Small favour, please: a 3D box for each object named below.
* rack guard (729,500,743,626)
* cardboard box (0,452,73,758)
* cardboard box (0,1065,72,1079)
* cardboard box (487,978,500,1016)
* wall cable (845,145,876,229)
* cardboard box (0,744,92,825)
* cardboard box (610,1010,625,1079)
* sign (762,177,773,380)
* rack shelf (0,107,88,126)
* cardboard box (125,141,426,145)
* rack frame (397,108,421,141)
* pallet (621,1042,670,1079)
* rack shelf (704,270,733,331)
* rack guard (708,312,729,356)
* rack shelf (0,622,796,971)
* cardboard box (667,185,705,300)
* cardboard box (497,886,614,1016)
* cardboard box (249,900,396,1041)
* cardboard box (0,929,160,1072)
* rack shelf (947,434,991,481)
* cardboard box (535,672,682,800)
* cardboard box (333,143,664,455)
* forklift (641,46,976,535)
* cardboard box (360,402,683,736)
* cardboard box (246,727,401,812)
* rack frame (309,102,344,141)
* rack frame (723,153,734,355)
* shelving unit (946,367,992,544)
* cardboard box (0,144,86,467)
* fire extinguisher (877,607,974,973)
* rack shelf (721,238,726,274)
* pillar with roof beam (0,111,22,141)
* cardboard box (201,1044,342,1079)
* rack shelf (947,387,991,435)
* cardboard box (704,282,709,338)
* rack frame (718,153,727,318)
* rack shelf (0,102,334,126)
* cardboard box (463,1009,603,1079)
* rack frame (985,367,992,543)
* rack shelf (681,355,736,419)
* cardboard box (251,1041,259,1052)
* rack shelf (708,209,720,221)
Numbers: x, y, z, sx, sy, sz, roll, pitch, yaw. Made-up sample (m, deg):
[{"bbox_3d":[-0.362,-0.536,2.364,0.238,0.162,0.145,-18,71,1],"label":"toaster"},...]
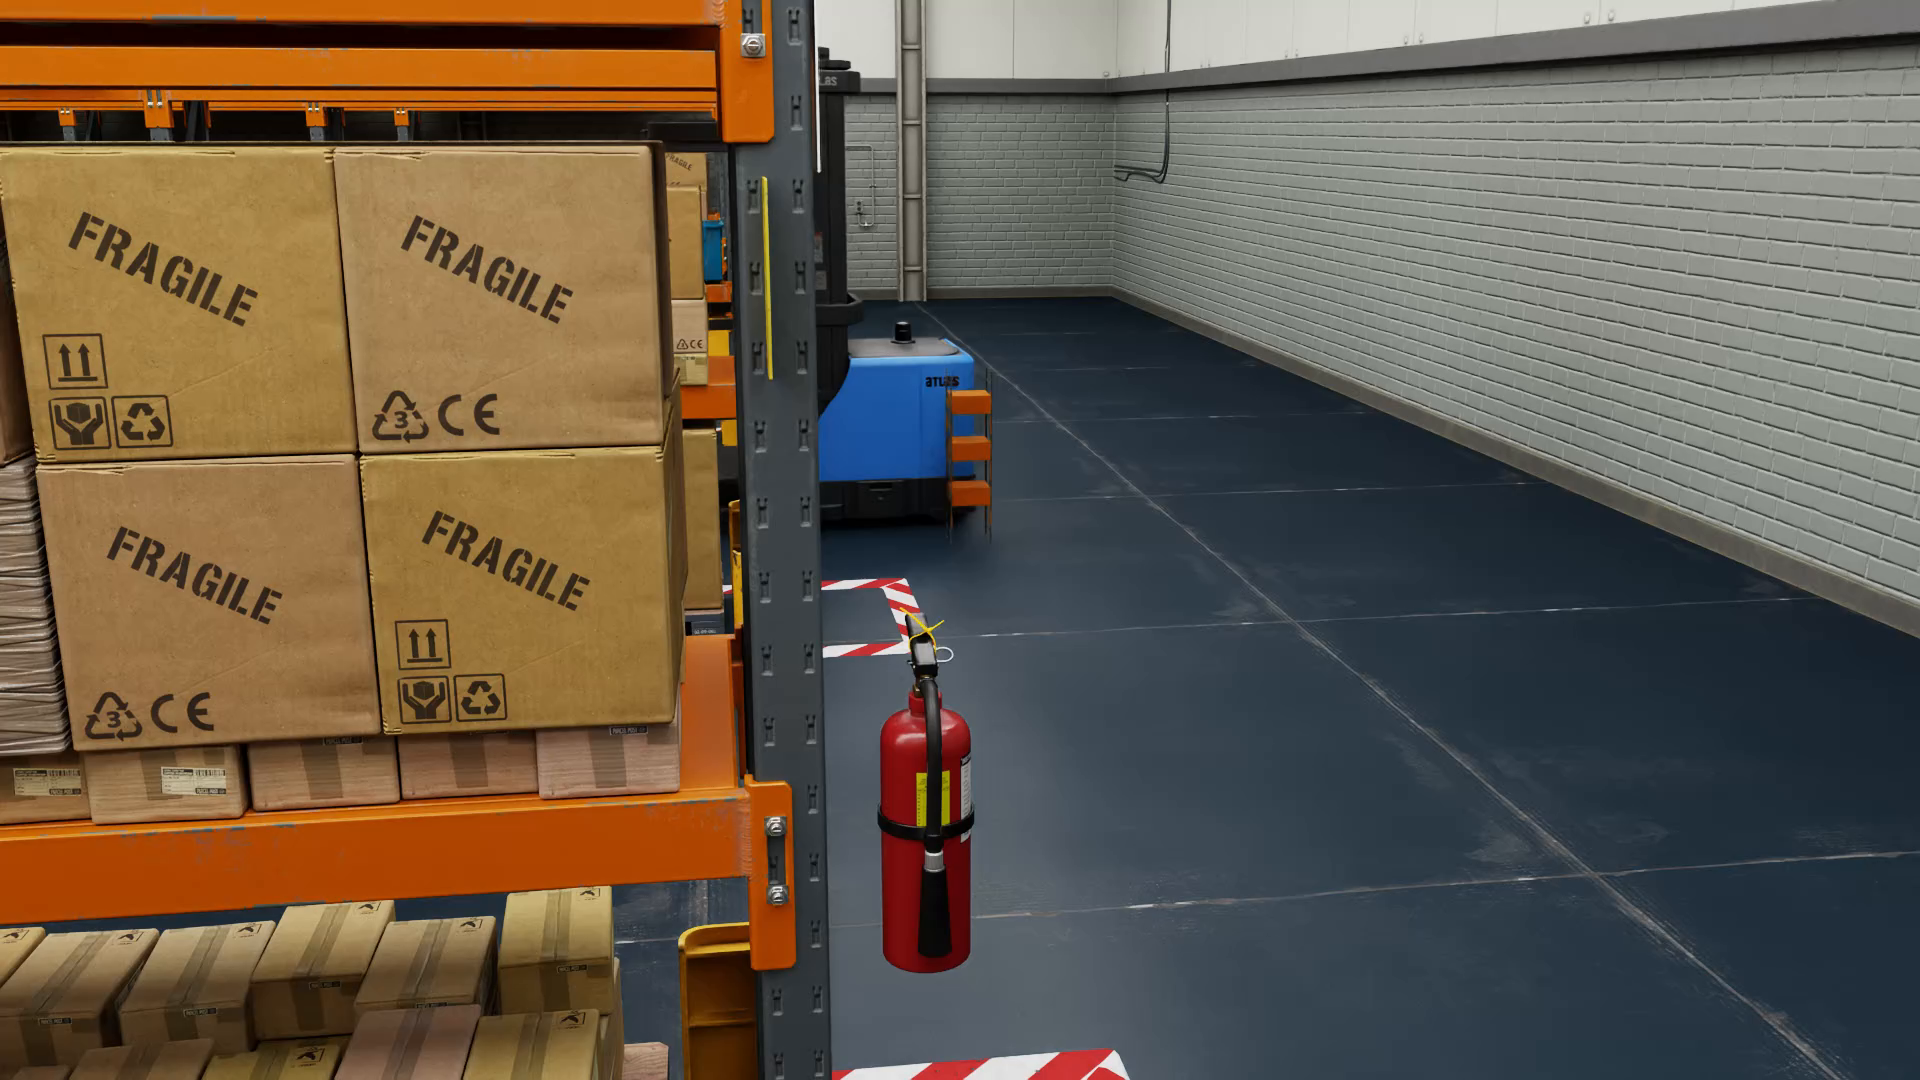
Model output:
[{"bbox_3d":[-0.997,0.163,8.545,0.348,0.500,1.175,-2,14,-8],"label":"rack guard"},{"bbox_3d":[-1.798,0.071,2.954,0.500,0.500,0.500,-2,14,-8],"label":"cardboard box"},{"bbox_3d":[-1.885,1.171,3.160,0.250,0.149,0.380,-2,14,-6],"label":"cardboard box"},{"bbox_3d":[-1.217,1.136,3.910,0.250,0.149,0.380,-2,14,-9],"label":"cardboard box"},{"bbox_3d":[-2.109,-5.390,23.459,1.851,1.984,0.084,-2,14,-8],"label":"wall cable"},{"bbox_3d":[-1.673,0.380,3.058,0.250,0.149,0.380,-3,14,-11],"label":"cardboard box"},{"bbox_3d":[-0.948,1.269,3.993,0.250,0.149,0.380,-2,14,-7],"label":"cardboard box"},{"bbox_3d":[-0.319,-0.433,2.751,0.005,0.325,0.100,-2,14,-8],"label":"sign"},{"bbox_3d":[-13.123,-5.367,20.768,4.000,0.370,1.077,-2,14,-8],"label":"rack shelf"},{"bbox_3d":[-1.363,-0.558,3.406,0.500,0.500,0.500,-2,14,-7],"label":"cardboard box"},{"bbox_3d":[-7.190,-4.478,21.912,0.127,3.000,1.000,-2,14,-8],"label":"rack frame"},{"bbox_3d":[-1.266,1.524,3.710,1.213,0.211,1.003,-2,14,-8],"label":"pallet"},{"bbox_3d":[-3.736,-1.819,12.787,4.000,0.370,1.077,-2,14,-8],"label":"rack shelf"},{"bbox_3d":[-2.568,-2.217,18.033,0.348,0.500,1.175,-2,14,-8],"label":"rack guard"},{"bbox_3d":[-2.359,0.569,3.264,4.000,0.370,1.077,-2,14,-8],"label":"rack shelf"},{"bbox_3d":[-1.463,-1.403,7.806,0.500,0.500,0.500,-2,14,-8],"label":"cardboard box"},{"bbox_3d":[-0.951,0.976,3.939,0.250,0.149,0.380,-3,14,-11],"label":"cardboard box"},{"bbox_3d":[-1.473,0.993,3.870,0.250,0.149,0.380,-2,14,-8],"label":"cardboard box"},{"bbox_3d":[-1.982,1.030,3.724,0.250,0.149,0.380,-2,14,-6],"label":"cardboard box"},{"bbox_3d":[0.053,-0.501,10.104,0.240,0.259,0.215,-2,14,-8],"label":"rack shelf"},{"bbox_3d":[-0.662,0.350,3.178,0.250,0.149,0.380,-2,14,-8],"label":"cardboard box"},{"bbox_3d":[-0.797,-0.453,2.991,0.500,0.500,0.500,-2,14,-9],"label":"cardboard box"},{"bbox_3d":[-1.465,-1.585,10.518,3.031,2.935,1.130,-3,14,-10],"label":"forklift"},{"bbox_3d":[-0.788,0.033,3.105,0.500,0.500,0.500,-2,14,-7],"label":"cardboard box"},{"bbox_3d":[-1.159,0.362,3.127,0.250,0.149,0.380,-2,14,-9],"label":"cardboard box"},{"bbox_3d":[-6.448,-3.287,17.162,0.127,3.000,1.000,-2,14,-8],"label":"rack frame"},{"bbox_3d":[-1.759,-2.240,12.988,0.127,3.000,1.000,-2,14,-8],"label":"rack frame"},{"bbox_3d":[0.053,-0.511,10.102,0.252,1.050,0.215,-2,14,-8],"label":"shelving unit"},{"bbox_3d":[-1.811,-0.414,2.834,0.500,0.500,0.500,-1,14,-5],"label":"cardboard box"},{"bbox_3d":[-0.064,0.468,3.114,0.183,0.674,0.296,-2,14,-8],"label":"fire extinguisher"},{"bbox_3d":[-4.471,-3.010,17.538,4.000,0.370,1.077,-2,14,-8],"label":"rack shelf"},{"bbox_3d":[-11.918,-6.369,17.117,0.400,9.000,9.100,-2,14,-8],"label":"pillar with roof beam"},{"bbox_3d":[-1.362,1.154,3.229,0.250,0.149,0.380,-2,14,-10],"label":"cardboard box"},{"bbox_3d":[0.053,-0.776,10.035,0.240,0.259,0.215,-2,14,-8],"label":"rack shelf"},{"bbox_3d":[-1.536,-1.168,8.409,0.500,0.250,0.500,-2,14,-10],"label":"cardboard box"},{"bbox_3d":[-2.493,-3.432,17.740,0.127,3.000,1.000,-2,14,-8],"label":"rack frame"},{"bbox_3d":[-8.426,-4.320,16.595,4.000,0.370,1.077,-2,14,-8],"label":"rack shelf"},{"bbox_3d":[-0.868,1.119,3.369,0.250,0.149,0.380,-2,14,-8],"label":"cardboard box"},{"bbox_3d":[0.174,-0.516,10.119,0.008,1.050,0.200,-2,14,-8],"label":"rack frame"},{"bbox_3d":[-2.998,-0.627,8.036,4.000,0.370,1.077,-2,14,-8],"label":"rack shelf"},{"bbox_3d":[-1.716,1.150,3.857,0.250,0.149,0.380,-2,14,-7],"label":"cardboard box"},{"bbox_3d":[-5.212,-4.202,22.289,4.000,0.370,1.077,-2,14,-8],"label":"rack shelf"}]
